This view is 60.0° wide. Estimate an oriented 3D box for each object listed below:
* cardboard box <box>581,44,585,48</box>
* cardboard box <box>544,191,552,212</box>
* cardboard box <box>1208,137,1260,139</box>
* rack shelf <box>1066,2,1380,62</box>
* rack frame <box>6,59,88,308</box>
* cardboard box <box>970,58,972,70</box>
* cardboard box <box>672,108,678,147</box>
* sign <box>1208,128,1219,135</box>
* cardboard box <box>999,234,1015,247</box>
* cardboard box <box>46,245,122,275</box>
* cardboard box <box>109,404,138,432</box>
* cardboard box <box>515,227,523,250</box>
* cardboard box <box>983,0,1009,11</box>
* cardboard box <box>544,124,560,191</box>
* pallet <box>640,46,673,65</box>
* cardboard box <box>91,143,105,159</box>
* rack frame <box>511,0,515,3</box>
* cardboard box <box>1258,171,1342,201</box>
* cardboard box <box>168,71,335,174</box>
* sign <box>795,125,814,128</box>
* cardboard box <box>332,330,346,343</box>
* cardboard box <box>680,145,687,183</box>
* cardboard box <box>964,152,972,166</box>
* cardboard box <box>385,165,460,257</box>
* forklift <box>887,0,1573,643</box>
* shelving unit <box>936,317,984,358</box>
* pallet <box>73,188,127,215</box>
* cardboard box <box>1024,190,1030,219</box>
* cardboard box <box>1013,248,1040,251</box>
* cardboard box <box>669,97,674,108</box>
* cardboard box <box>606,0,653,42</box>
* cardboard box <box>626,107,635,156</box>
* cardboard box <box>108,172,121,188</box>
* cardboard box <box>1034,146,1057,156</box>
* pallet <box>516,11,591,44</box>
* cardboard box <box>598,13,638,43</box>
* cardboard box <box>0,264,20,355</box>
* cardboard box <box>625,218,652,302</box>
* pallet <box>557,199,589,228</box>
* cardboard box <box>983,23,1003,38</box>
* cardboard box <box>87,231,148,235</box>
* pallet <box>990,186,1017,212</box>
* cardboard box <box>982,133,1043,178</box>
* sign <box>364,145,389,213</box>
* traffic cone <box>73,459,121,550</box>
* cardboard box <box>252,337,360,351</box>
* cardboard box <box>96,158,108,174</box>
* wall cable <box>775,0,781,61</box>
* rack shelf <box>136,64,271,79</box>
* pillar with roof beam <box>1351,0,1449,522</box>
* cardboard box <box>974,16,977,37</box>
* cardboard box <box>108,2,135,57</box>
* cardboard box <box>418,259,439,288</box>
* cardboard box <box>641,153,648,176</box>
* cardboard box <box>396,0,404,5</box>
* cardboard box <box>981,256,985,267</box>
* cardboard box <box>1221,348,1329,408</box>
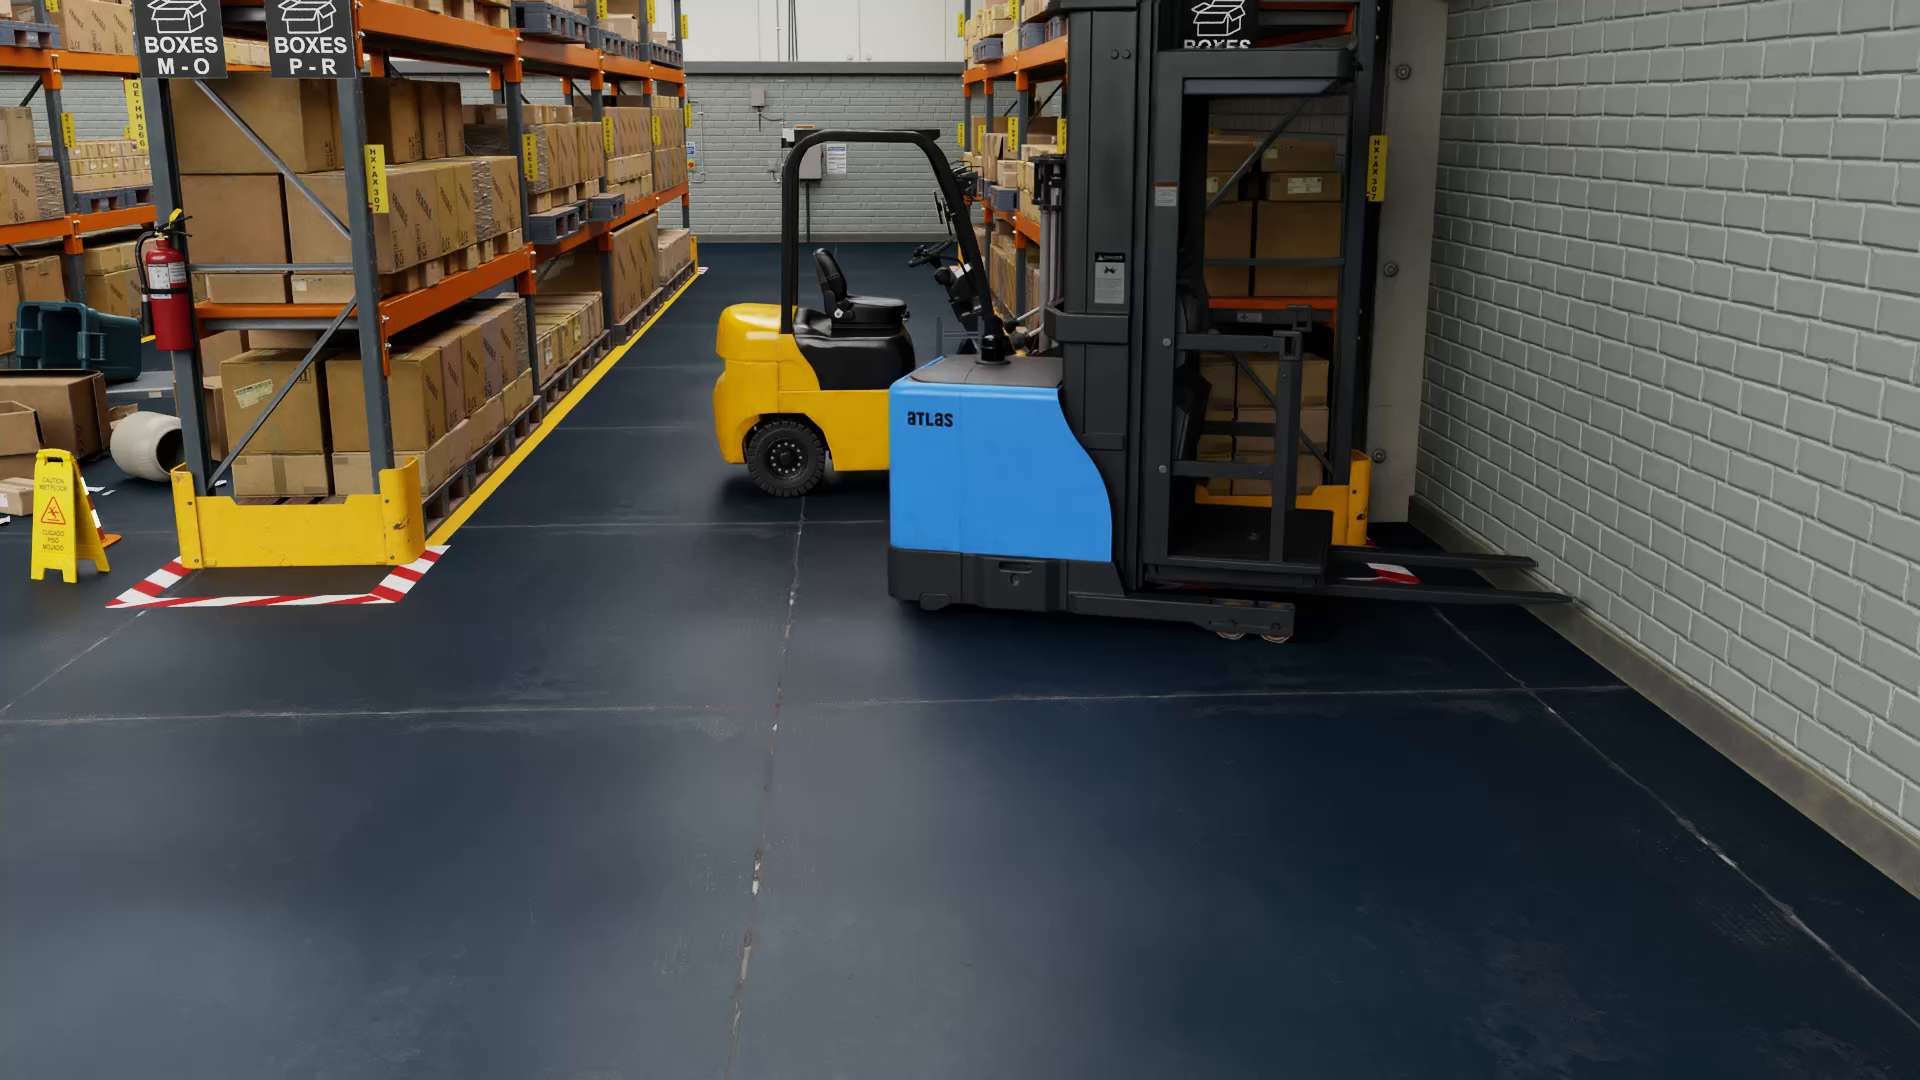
[{"bbox_3d":[-3.668,-4.585,15.313,0.380,0.149,0.250,-1,14,-3],"label":"cardboard box"},{"bbox_3d":[-3.375,-2.621,12.855,0.380,0.149,0.250,-1,14,-2],"label":"cardboard box"},{"bbox_3d":[1.677,-2.396,10.220,0.380,0.149,0.250,-1,14,-3],"label":"cardboard box"},{"bbox_3d":[1.428,-3.019,10.165,1.077,0.370,4.000,-1,14,-3],"label":"rack shelf"},{"bbox_3d":[-8.832,-3.228,15.553,1.000,3.000,0.127,-1,14,-3],"label":"rack frame"},{"bbox_3d":[0.326,-6.387,22.316,0.380,0.149,0.250,-1,14,-4],"label":"cardboard box"},{"bbox_3d":[-4.036,-5.483,22.110,0.500,0.500,0.500,-1,14,-4],"label":"cardboard box"},{"bbox_3d":[1.858,-2.879,12.299,0.100,0.325,0.005,-1,14,-3],"label":"sign"},{"bbox_3d":[0.660,-3.548,19.668,0.380,0.149,0.250,-1,14,-5],"label":"cardboard box"},{"bbox_3d":[-8.633,-2.759,16.399,0.500,0.250,0.500,-2,15,-6],"label":"cardboard box"},{"bbox_3d":[-5.741,-0.775,11.505,0.258,0.266,0.396,-13,20,-42],"label":"cardboard box"},{"bbox_3d":[-3.325,-2.138,11.820,0.380,0.149,0.250,-1,14,-4],"label":"cardboard box"},{"bbox_3d":[0.479,-6.249,19.307,0.396,0.266,0.258,-1,14,-4],"label":"cardboard box"},{"bbox_3d":[-3.424,-2.976,12.933,0.500,0.500,0.500,-1,14,-3],"label":"cardboard box"},{"bbox_3d":[-4.258,-6.240,21.419,1.003,0.211,1.213,-1,14,-3],"label":"pallet"},{"bbox_3d":[-8.697,-3.844,16.413,0.380,0.149,0.250,-1,14,-4],"label":"cardboard box"},{"bbox_3d":[-3.650,-5.240,11.333,1.000,3.000,0.127,-1,14,-3],"label":"rack frame"},{"bbox_3d":[1.790,-1.868,8.766,0.380,0.149,0.250,-1,14,-5],"label":"cardboard box"},{"bbox_3d":[-3.651,-2.140,8.521,0.700,0.500,0.500,-1,14,-5],"label":"cardboard box"},{"bbox_3d":[-2.728,-7.168,29.208,0.339,0.242,0.001,-1,14,-3],"label":"sign"},{"bbox_3d":[-3.814,-1.237,9.683,0.380,0.149,0.250,-1,14,-3],"label":"cardboard box"},{"bbox_3d":[-4.099,-5.252,23.217,0.500,0.500,0.500,-1,14,-3],"label":"cardboard box"},{"bbox_3d":[0.320,-5.351,23.508,0.500,0.250,0.500,-1,14,-3],"label":"cardboard box"},{"bbox_3d":[-3.222,-1.910,9.632,0.500,0.500,0.500,-1,14,-5],"label":"cardboard box"},{"bbox_3d":[1.237,-1.115,7.478,3.031,2.935,1.130,4,15,14],"label":"forklift"},{"bbox_3d":[0.001,-0.577,8.863,0.258,1.200,0.189,-1,14,-3],"label":"shelving unit"},{"bbox_3d":[-8.982,-3.311,16.259,1.213,0.211,1.003,-1,14,-3],"label":"pallet"},{"bbox_3d":[0.866,-3.095,15.337,0.500,0.250,0.500,-1,14,-5],"label":"cardboard box"},{"bbox_3d":[0.753,-2.967,17.408,0.380,0.149,0.250,-1,14,-5],"label":"cardboard box"},{"bbox_3d":[-4.057,-5.891,22.393,0.380,0.149,0.250,-1,14,-2],"label":"cardboard box"},{"bbox_3d":[-3.972,-6.227,19.944,0.500,0.500,0.500,-1,14,-2],"label":"cardboard box"},{"bbox_3d":[-3.769,-4.366,17.769,0.500,0.500,0.500,-1,14,-3],"label":"cardboard box"},{"bbox_3d":[-8.710,-3.625,16.757,0.380,0.149,0.250,0,14,-1],"label":"cardboard box"},{"bbox_3d":[0.870,-3.491,15.073,0.380,0.149,0.250,-1,14,-3],"label":"cardboard box"},{"bbox_3d":[-3.649,-4.110,13.336,1.213,0.211,1.003,-1,14,-3],"label":"pallet"},{"bbox_3d":[-3.881,-5.721,18.559,0.500,0.311,0.500,-1,14,-3],"label":"cardboard box"},{"bbox_3d":[-8.826,-1.972,14.342,1.050,0.750,0.750,-1,14,-3],"label":"cardboard box"},{"bbox_3d":[-3.963,-3.121,18.559,0.875,0.875,0.875,0,14,-2],"label":"cardboard box"},{"bbox_3d":[-3.734,-2.745,14.060,1.003,0.211,1.213,-1,14,-3],"label":"pallet"},{"bbox_3d":[0.456,-5.714,18.654,0.380,0.149,0.250,-1,14,-3],"label":"cardboard box"},{"bbox_3d":[-9.262,-3.259,18.340,0.500,0.250,0.500,0,14,-2],"label":"cardboard box"},{"bbox_3d":[0.944,-3.482,16.924,1.213,0.211,1.003,-1,14,-3],"label":"pallet"},{"bbox_3d":[0.615,-4.530,19.569,0.700,0.500,0.500,-1,14,-2],"label":"cardboard box"},{"bbox_3d":[-2.860,-1.768,8.139,0.100,0.325,0.005,-1,14,-3],"label":"sign"},{"bbox_3d":[-4.716,-0.198,8.869,0.336,0.463,0.334,-1,14,-3],"label":"traffic cone"},{"bbox_3d":[-3.747,-0.900,9.674,0.500,0.500,0.500,0,14,-1],"label":"cardboard box"},{"bbox_3d":[-8.700,-3.711,16.494,0.380,0.149,0.250,-1,14,-5],"label":"cardboard box"},{"bbox_3d":[-4.276,-9.646,28.456,2.355,3.000,0.029,-1,14,-3],"label":"wall cable"},{"bbox_3d":[-9.203,-5.824,21.068,1.077,0.370,4.000,-1,14,-3],"label":"rack shelf"},{"bbox_3d":[-1.888,-4.443,8.237,9.100,9.000,0.400,-1,14,-3],"label":"pillar with roof beam"},{"bbox_3d":[0.437,-6.671,21.613,0.500,0.250,0.500,0,14,-2],"label":"cardboard box"},{"bbox_3d":[-8.676,-5.124,16.700,0.500,0.500,0.500,-1,14,-3],"label":"cardboard box"},{"bbox_3d":[-3.151,-1.500,9.339,0.380,0.149,0.250,-1,14,-3],"label":"cardboard box"},{"bbox_3d":[-3.837,-4.264,18.876,0.500,0.250,0.500,-1,14,-2],"label":"cardboard box"},{"bbox_3d":[-3.226,-2.950,8.957,0.380,0.149,0.250,-1,14,-4],"label":"cardboard box"},{"bbox_3d":[0.459,-3.504,21.269,0.396,0.266,0.258,0,14,-1],"label":"cardboard box"},{"bbox_3d":[1.711,-0.896,9.158,0.500,0.250,0.500,-1,14,-4],"label":"cardboard box"}]
